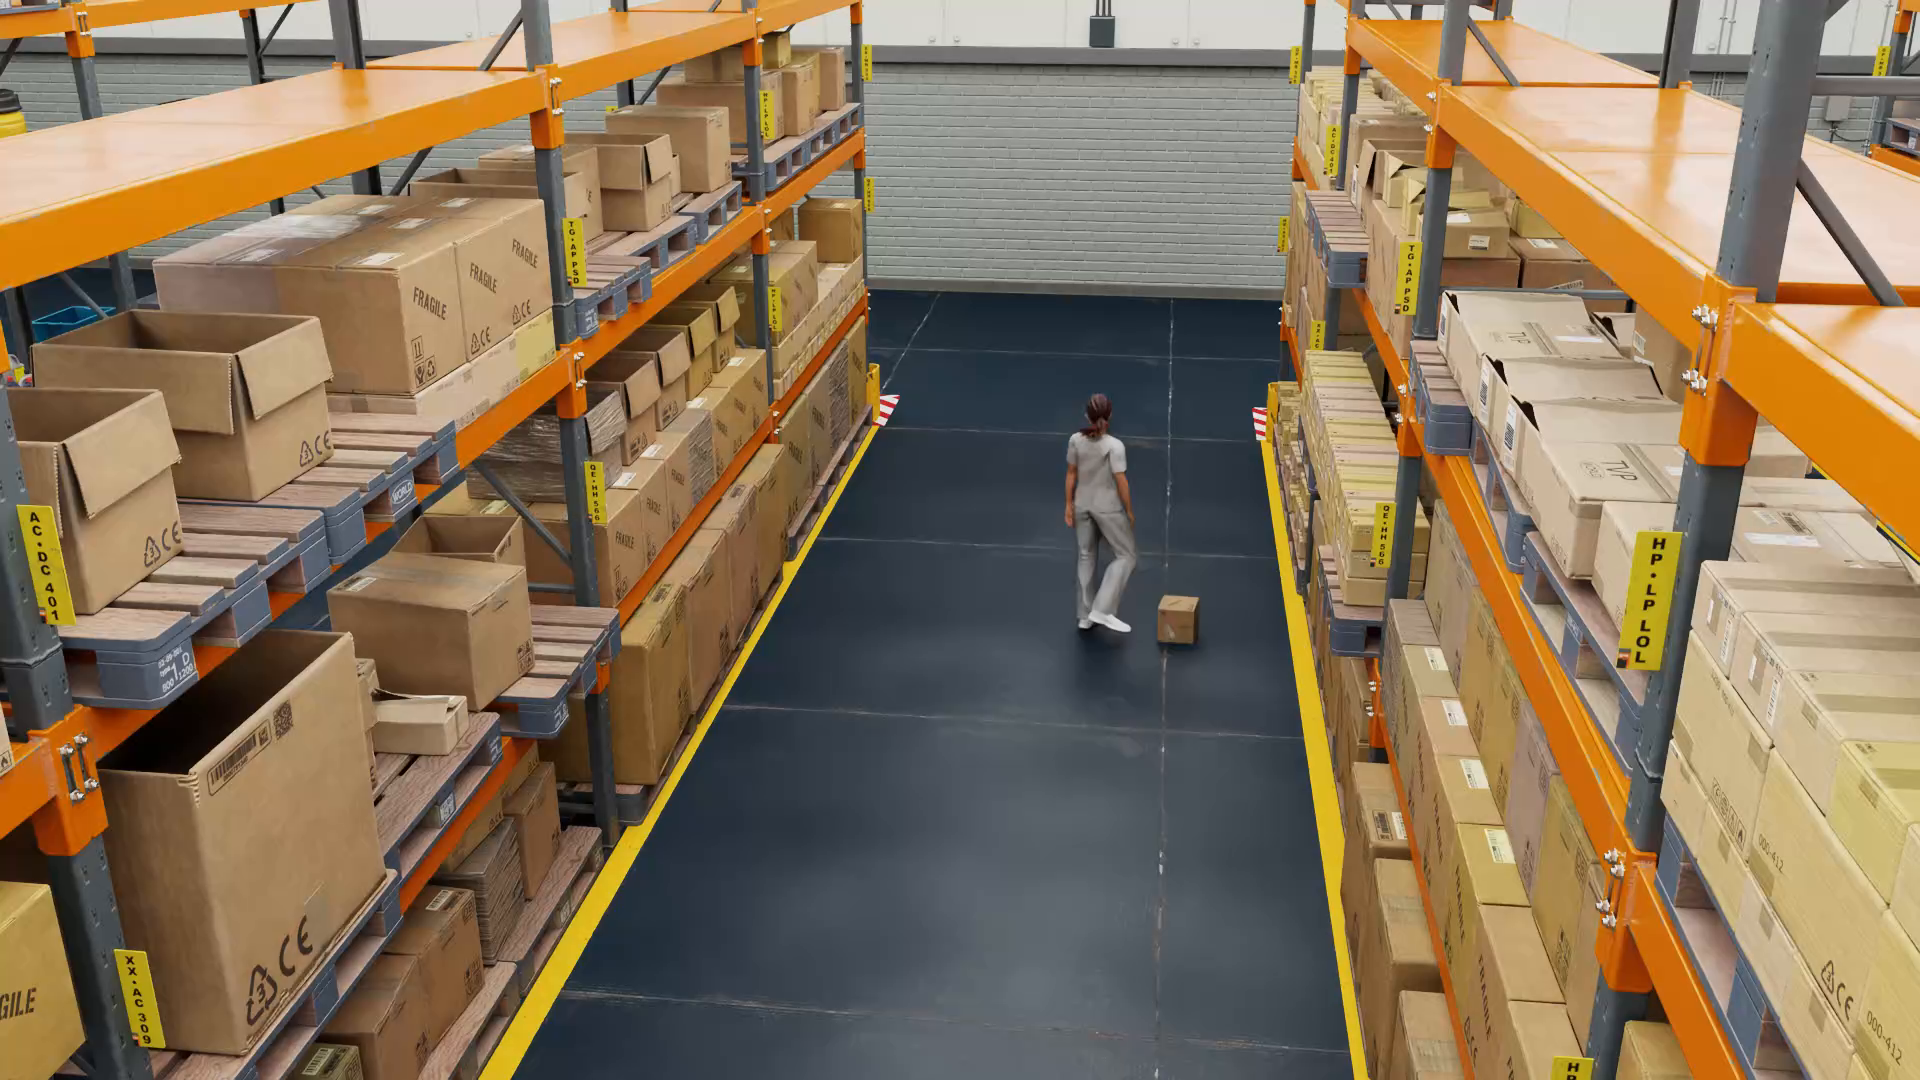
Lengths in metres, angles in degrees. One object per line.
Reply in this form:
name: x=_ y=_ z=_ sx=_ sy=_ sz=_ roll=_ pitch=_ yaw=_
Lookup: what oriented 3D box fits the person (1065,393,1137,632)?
person: x=0.979 y=-0.172 z=11.481 sx=0.631 sy=1.667 sz=0.440 roll=15 pitch=26 yaw=34
